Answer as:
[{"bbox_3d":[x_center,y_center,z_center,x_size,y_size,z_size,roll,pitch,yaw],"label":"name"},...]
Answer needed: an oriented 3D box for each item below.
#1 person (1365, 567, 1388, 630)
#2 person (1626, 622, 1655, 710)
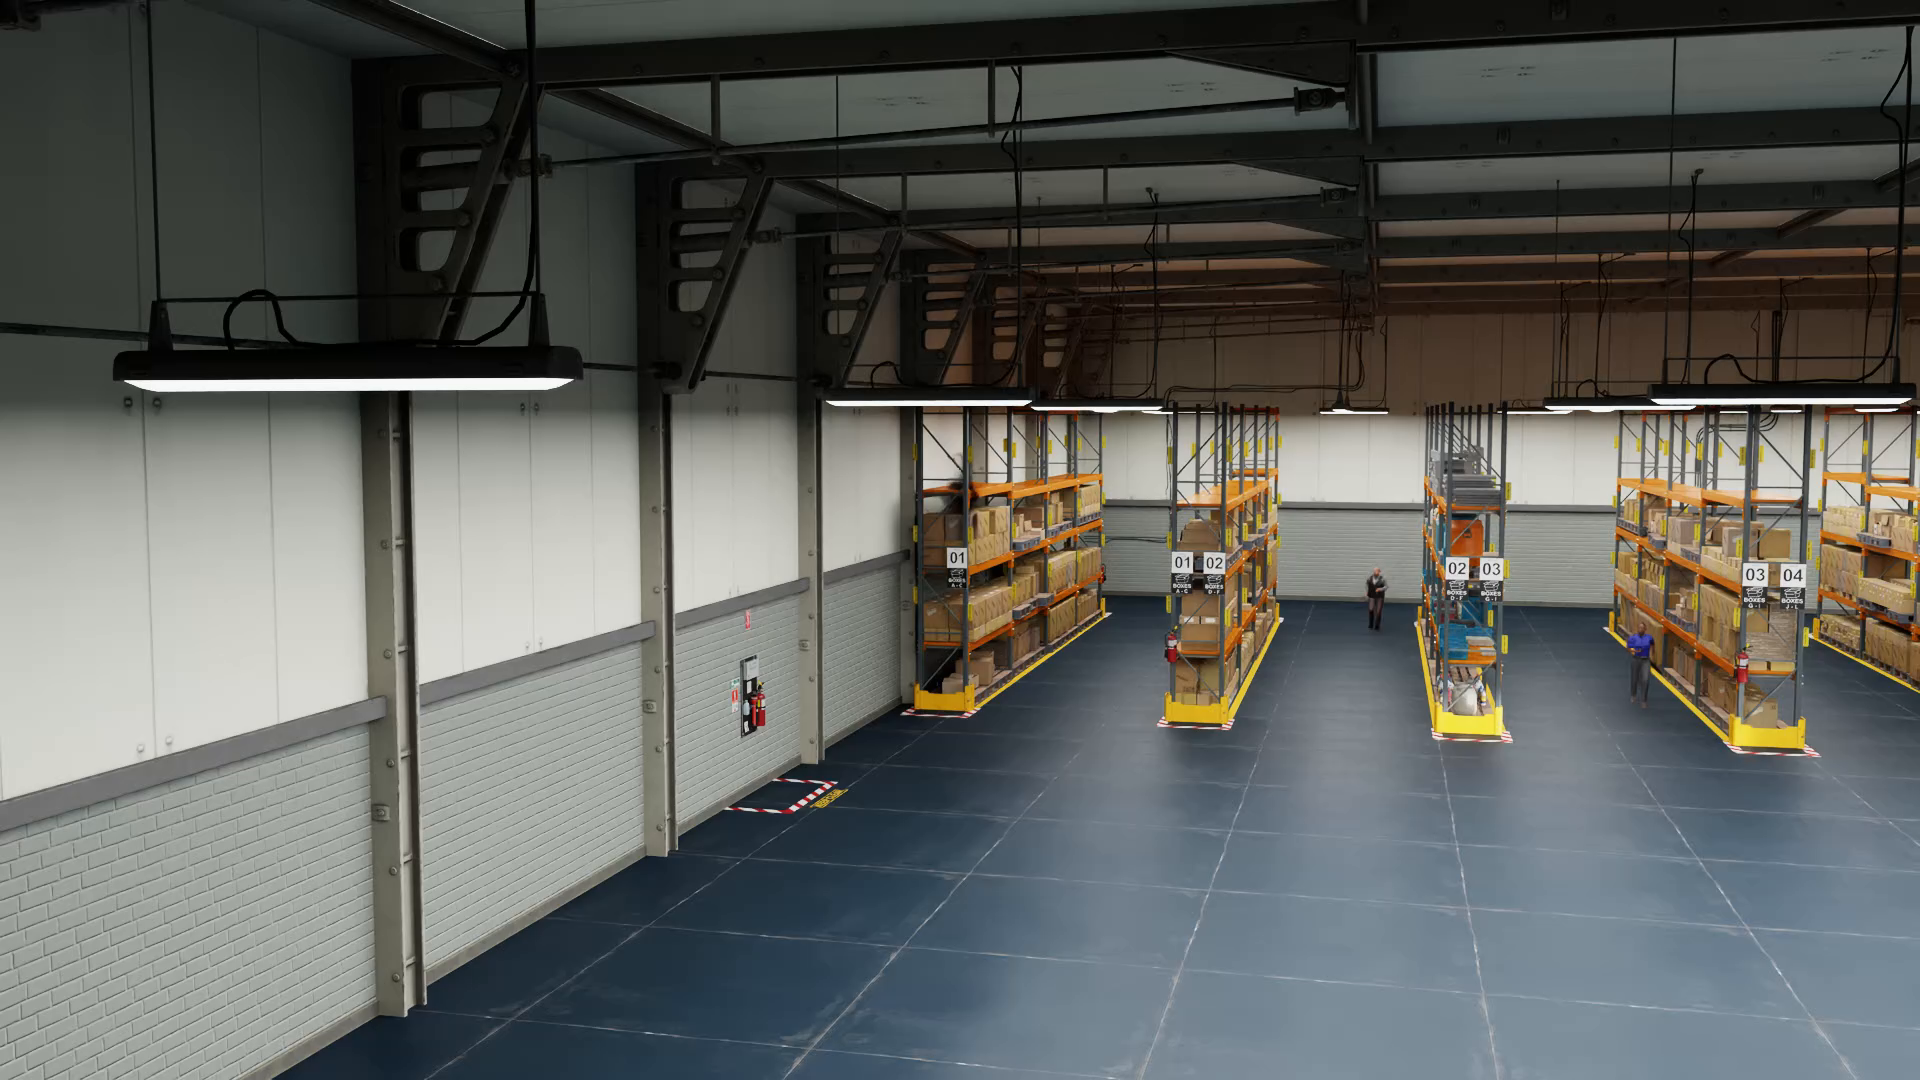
[{"bbox_3d":[11.154,1.573,44.587,0.637,1.710,0.691,2,5,22],"label":"person"},{"bbox_3d":[13.438,2.462,32.839,0.568,1.705,0.861,1,4,14],"label":"person"}]
